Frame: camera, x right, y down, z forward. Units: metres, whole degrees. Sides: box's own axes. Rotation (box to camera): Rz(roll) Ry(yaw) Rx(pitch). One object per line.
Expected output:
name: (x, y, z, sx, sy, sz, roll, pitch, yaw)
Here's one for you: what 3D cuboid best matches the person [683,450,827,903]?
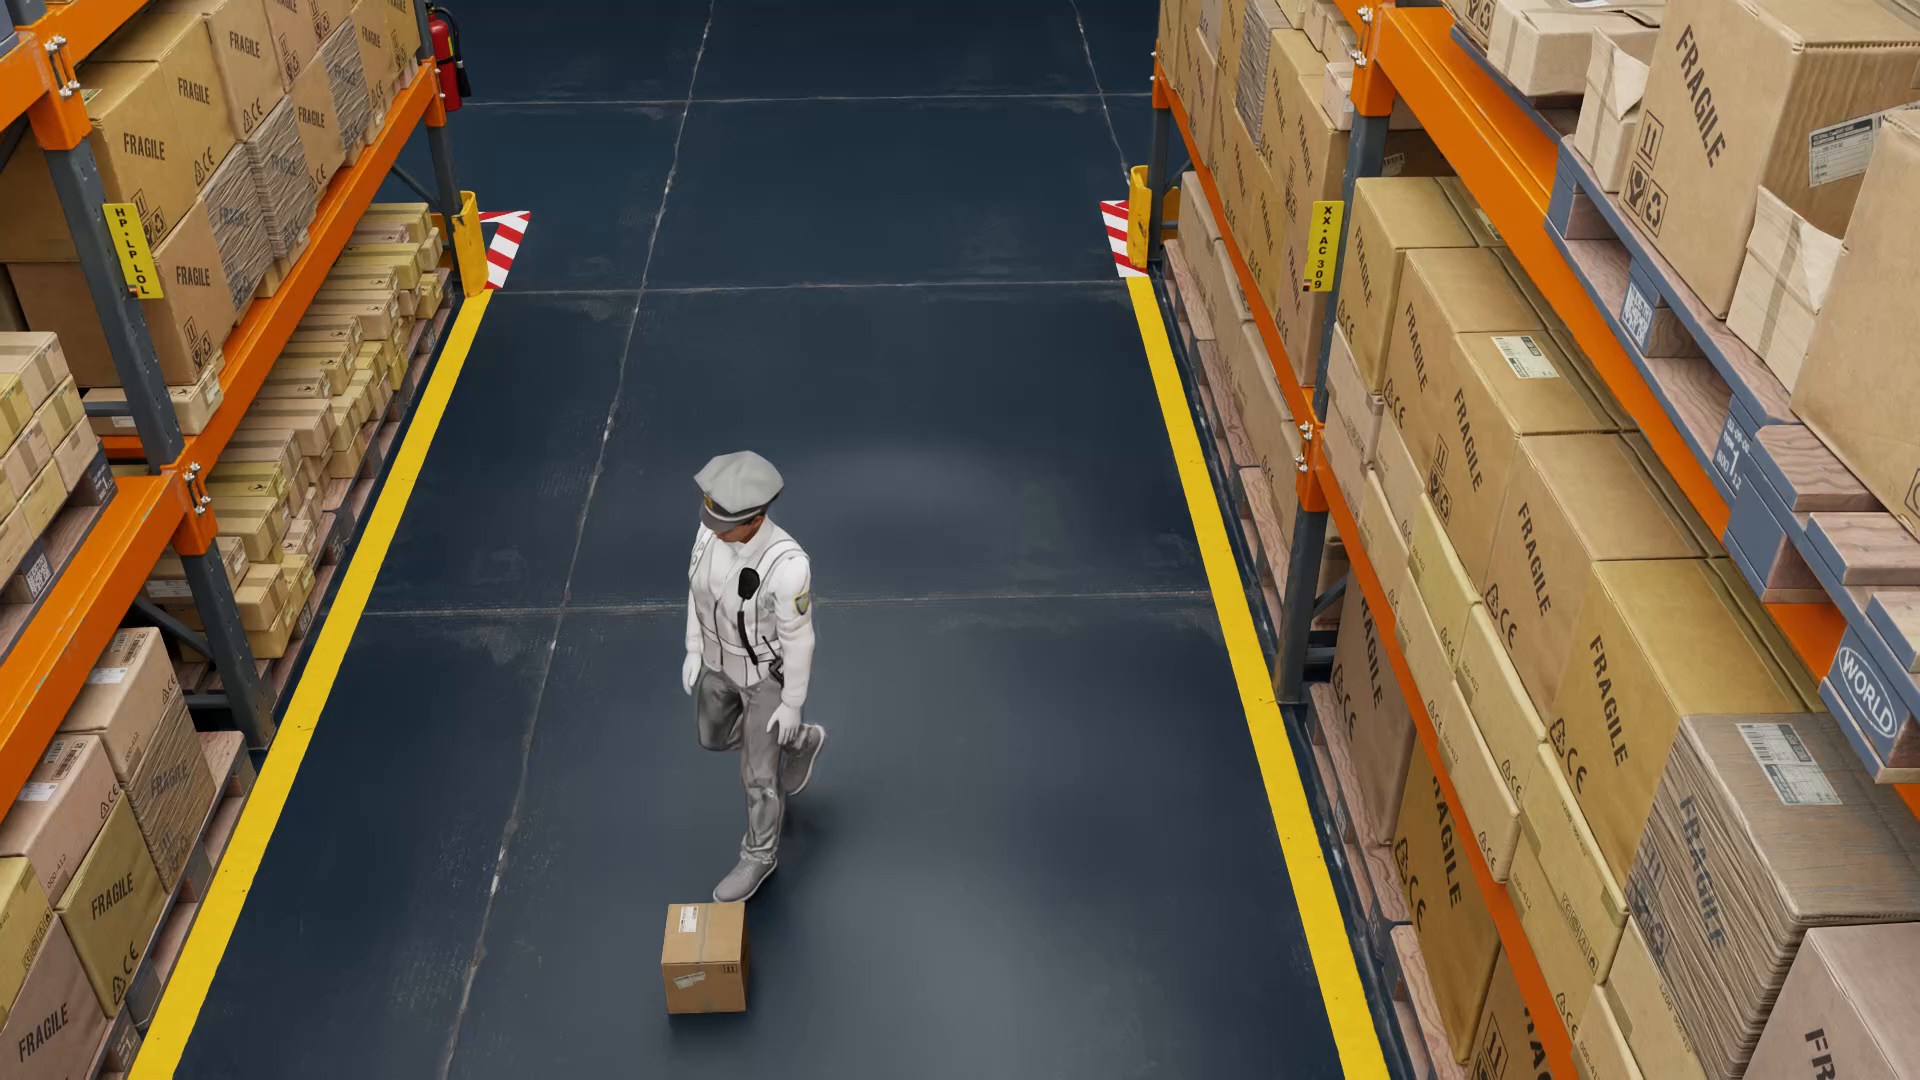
person: (-0.671, 0.420, 5.531, 0.506, 1.652, 0.687, 28, 44, 33)
